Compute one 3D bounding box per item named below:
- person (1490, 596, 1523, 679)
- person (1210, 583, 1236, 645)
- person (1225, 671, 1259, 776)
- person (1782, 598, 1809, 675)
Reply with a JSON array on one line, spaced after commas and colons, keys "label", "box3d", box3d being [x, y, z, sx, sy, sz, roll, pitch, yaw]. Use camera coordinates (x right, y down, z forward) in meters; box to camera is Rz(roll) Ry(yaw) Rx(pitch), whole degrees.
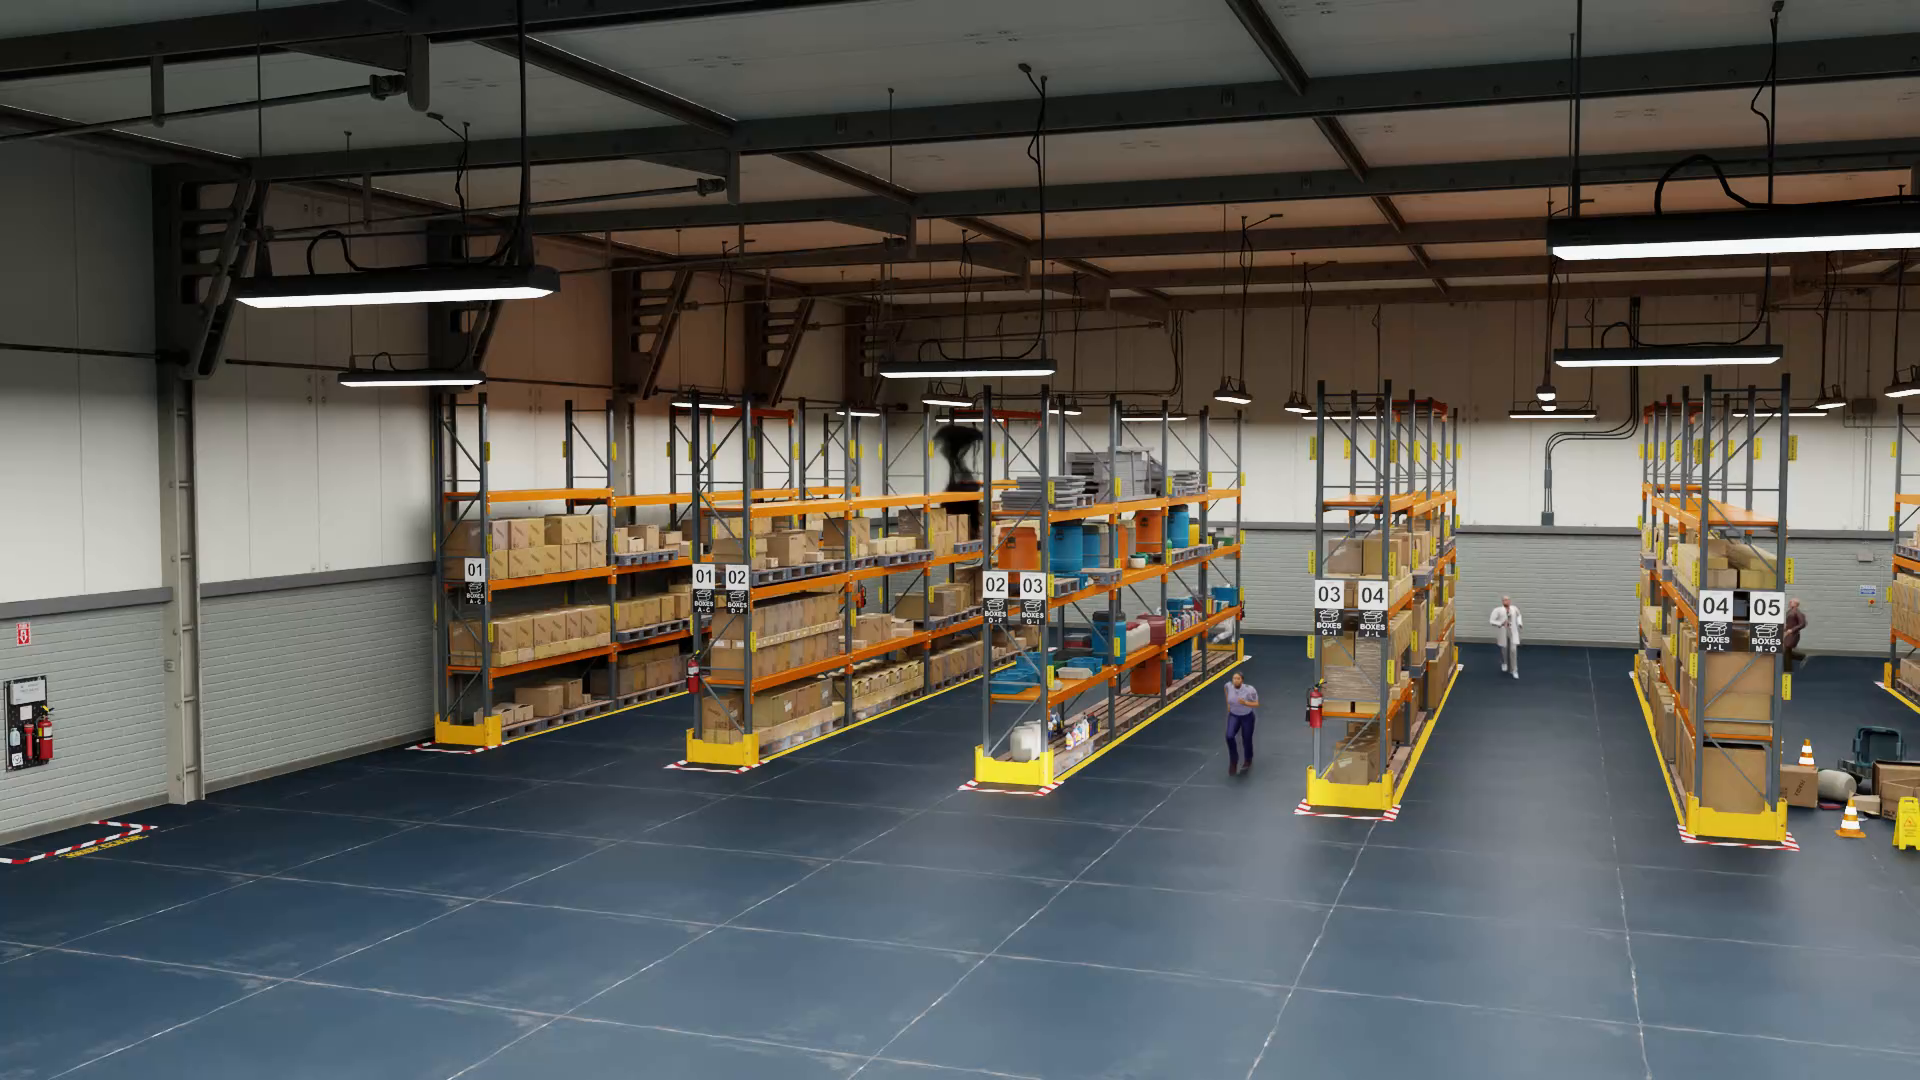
[{"label": "person", "box3d": [12.177, 2.132, 37.047, 0.725, 1.793, 1.064, 0, 3, 9]}, {"label": "person", "box3d": [6.639, 1.955, 41.367, 0.603, 1.763, 0.829, 2, 4, 34]}, {"label": "person", "box3d": [4.378, 2.827, 25.860, 0.596, 1.635, 0.887, 1, 3, 21]}, {"label": "person", "box3d": [18.679, 2.165, 37.206, 0.691, 1.740, 0.708, 0, 3, 7]}]
